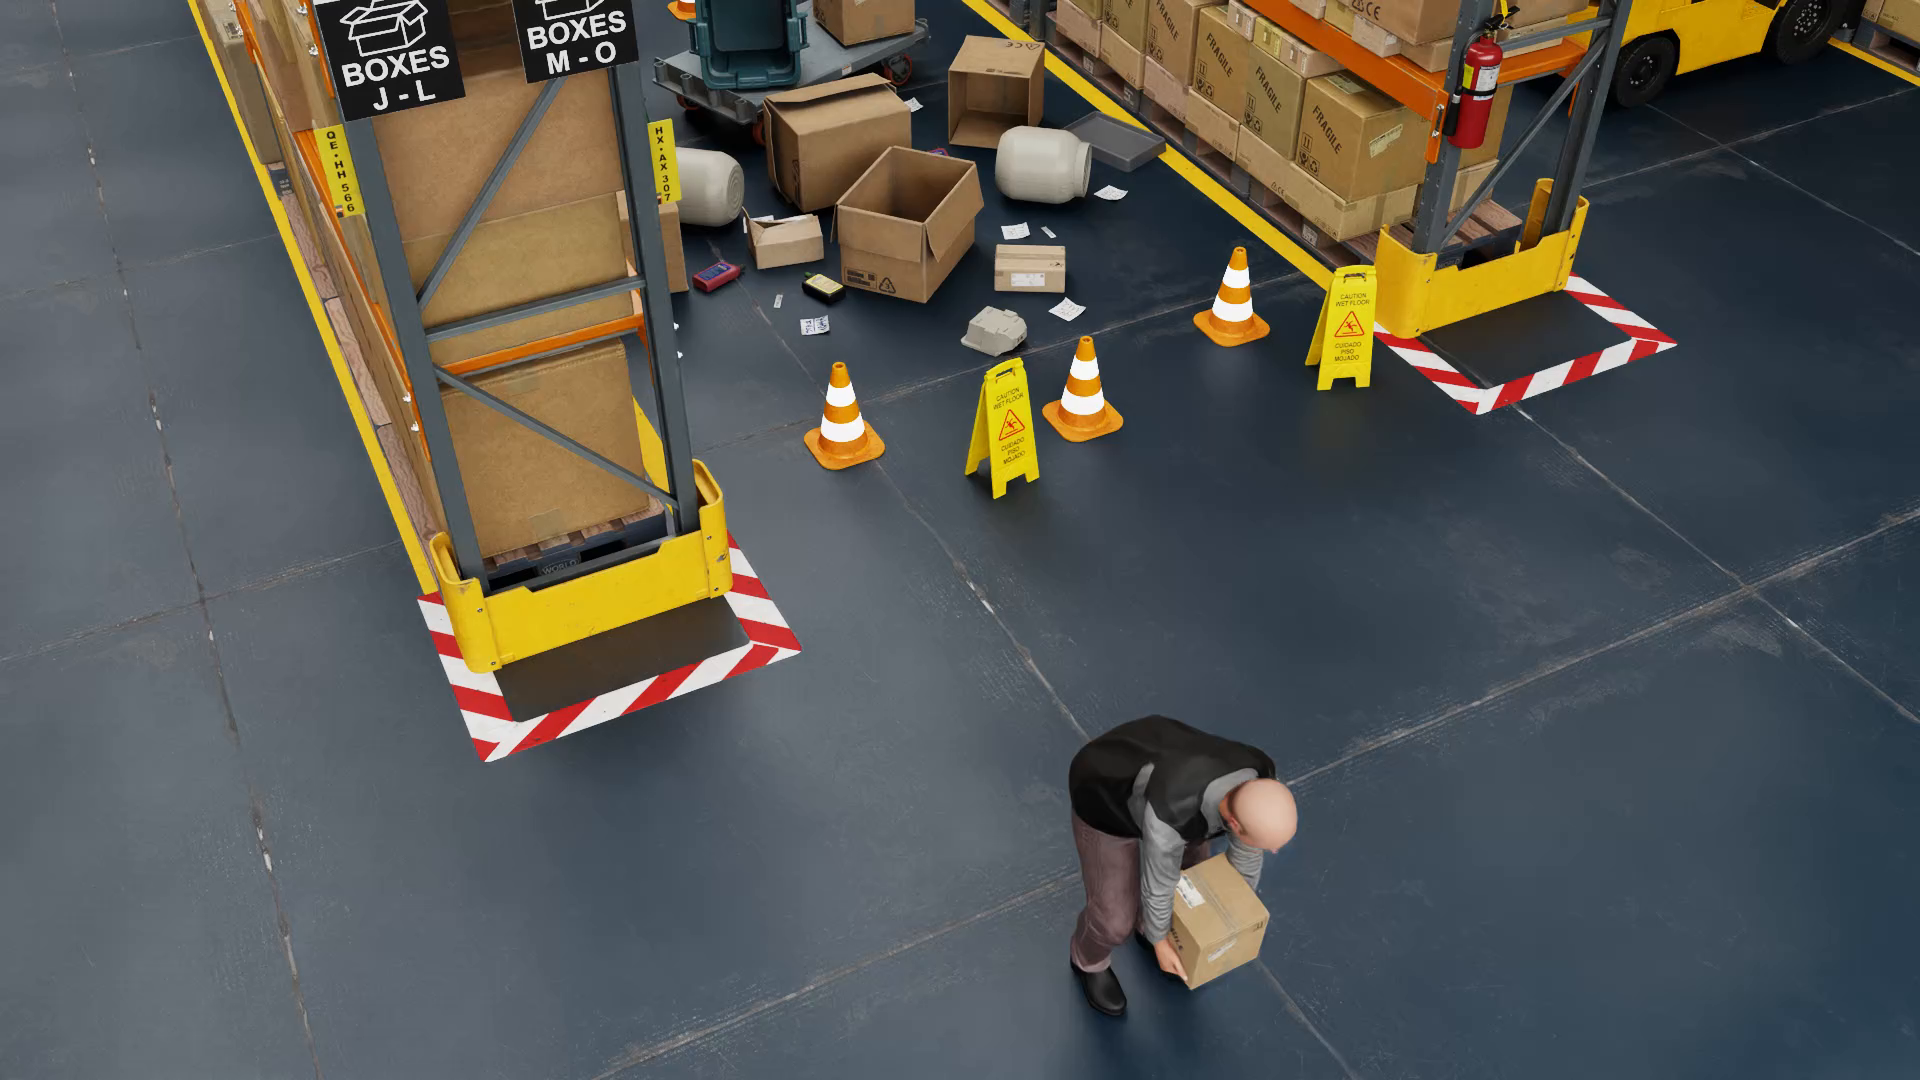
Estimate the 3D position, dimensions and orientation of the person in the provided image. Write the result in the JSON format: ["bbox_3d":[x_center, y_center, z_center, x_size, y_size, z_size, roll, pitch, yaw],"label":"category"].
[{"bbox_3d":[0.682,1.041,5.202,0.472,1.434,0.832,-20,45,-21],"label":"person"}]
